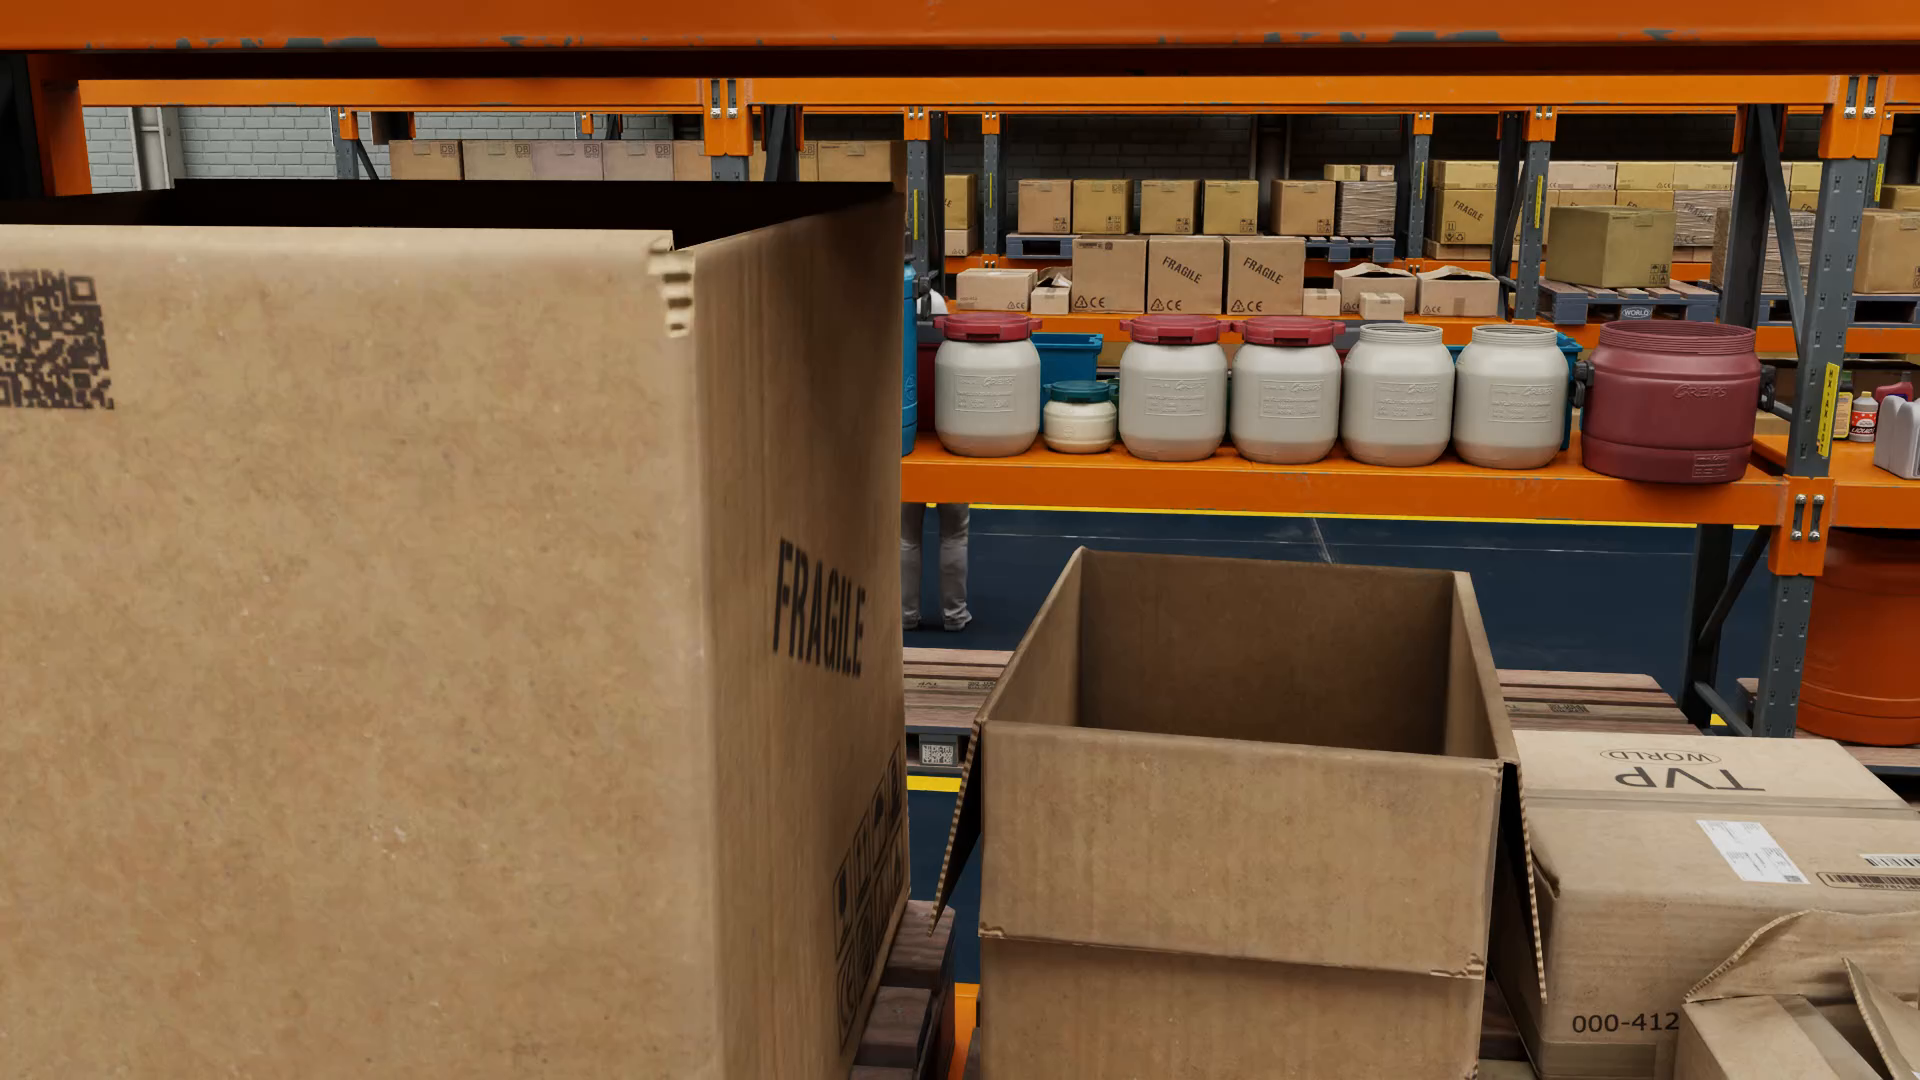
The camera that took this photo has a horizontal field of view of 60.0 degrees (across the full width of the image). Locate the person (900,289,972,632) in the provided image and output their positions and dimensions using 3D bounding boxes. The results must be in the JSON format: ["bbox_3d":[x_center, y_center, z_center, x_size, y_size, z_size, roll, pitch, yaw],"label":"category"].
[{"bbox_3d":[-0.154,-0.429,8.662,0.505,1.761,0.576,1,14,5],"label":"person"}]
